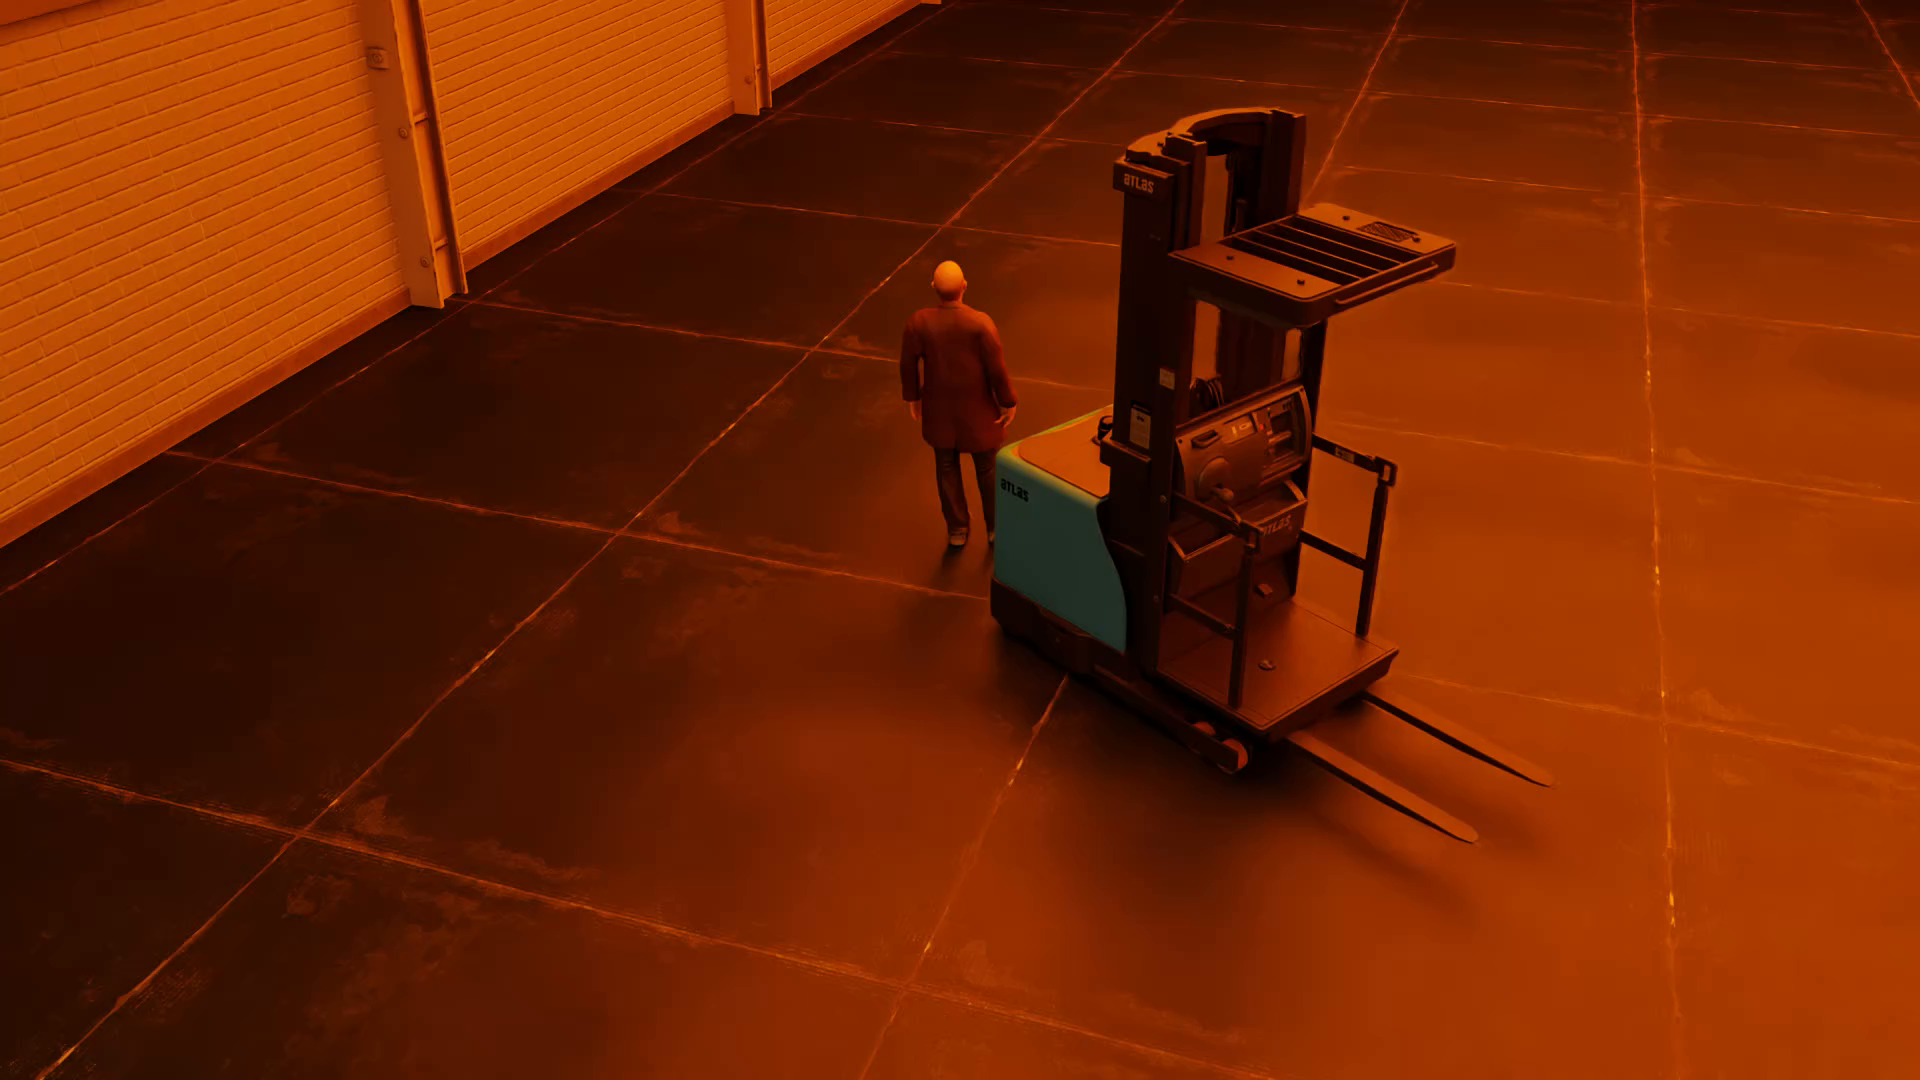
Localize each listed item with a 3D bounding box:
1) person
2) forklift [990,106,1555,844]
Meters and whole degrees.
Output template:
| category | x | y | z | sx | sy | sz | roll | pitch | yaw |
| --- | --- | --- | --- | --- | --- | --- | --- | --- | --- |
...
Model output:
| category | x | y | z | sx | sy | sz | roll | pitch | yaw |
| --- | --- | --- | --- | --- | --- | --- | --- | --- | --- |
| person | 0.025 | -0.724 | 9.798 | 0.699 | 1.553 | 0.548 | 9 | 31 | 16 |
| forklift | 1.513 | -0.422 | 7.876 | 1.130 | 2.935 | 3.031 | -23 | 37 | -35 |
